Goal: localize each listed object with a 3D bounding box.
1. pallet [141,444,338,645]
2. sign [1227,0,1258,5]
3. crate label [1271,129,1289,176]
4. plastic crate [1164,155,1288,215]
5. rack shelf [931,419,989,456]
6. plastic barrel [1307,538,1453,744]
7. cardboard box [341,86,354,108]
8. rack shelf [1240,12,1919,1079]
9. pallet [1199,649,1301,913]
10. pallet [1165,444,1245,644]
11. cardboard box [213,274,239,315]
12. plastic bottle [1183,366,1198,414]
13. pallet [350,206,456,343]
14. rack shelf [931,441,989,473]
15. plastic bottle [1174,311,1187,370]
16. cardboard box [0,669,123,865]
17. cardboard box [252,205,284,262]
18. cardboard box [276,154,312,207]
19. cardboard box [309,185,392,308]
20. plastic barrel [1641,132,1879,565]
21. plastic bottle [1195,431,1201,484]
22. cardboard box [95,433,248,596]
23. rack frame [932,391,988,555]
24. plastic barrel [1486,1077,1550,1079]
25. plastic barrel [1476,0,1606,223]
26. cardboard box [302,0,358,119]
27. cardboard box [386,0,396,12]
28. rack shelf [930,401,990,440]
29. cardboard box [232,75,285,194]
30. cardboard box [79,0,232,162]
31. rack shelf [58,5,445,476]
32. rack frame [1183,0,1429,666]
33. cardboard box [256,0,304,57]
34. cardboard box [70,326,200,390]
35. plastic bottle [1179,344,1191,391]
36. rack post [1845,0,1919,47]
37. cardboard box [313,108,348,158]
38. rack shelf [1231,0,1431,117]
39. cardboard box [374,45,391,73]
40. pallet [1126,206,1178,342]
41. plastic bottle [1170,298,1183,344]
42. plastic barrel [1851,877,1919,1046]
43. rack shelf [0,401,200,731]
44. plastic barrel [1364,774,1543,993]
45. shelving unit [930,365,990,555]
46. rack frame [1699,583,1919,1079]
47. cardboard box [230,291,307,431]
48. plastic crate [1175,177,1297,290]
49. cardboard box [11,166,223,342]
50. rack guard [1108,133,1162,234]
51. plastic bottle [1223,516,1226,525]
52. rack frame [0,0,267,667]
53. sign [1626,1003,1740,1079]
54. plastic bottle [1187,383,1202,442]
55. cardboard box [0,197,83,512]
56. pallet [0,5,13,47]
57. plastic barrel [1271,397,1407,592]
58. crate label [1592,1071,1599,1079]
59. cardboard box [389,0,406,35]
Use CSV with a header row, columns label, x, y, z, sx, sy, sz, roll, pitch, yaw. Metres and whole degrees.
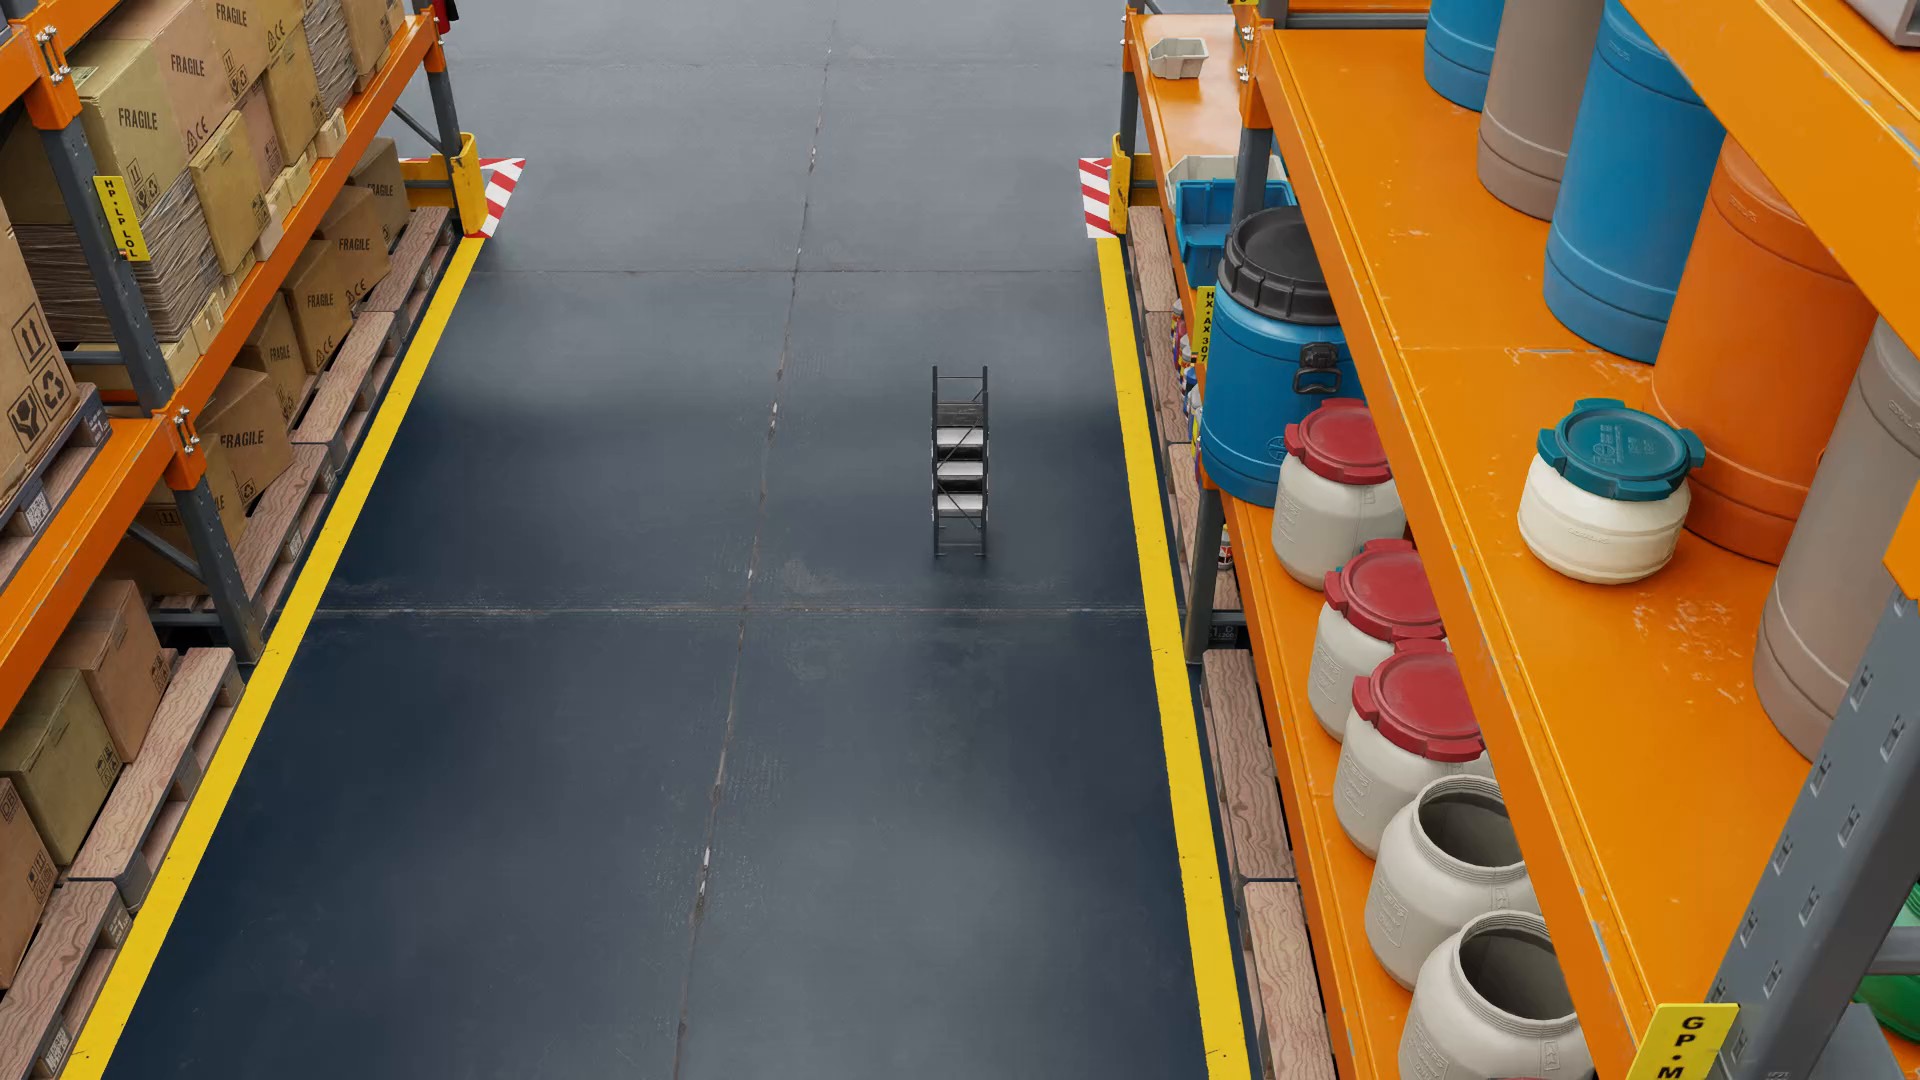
label,x,y,z,sx,sy,sz,roll,pitch,yaw
pallet,-3.528,-0.002,7.584,1.003,0.211,1.213,0,39,0
sign,0.911,-1.854,5.260,0.100,0.325,0.005,0,39,0
crate label,1.729,-2.038,7.867,0.502,0.435,0.616,0,39,0
plastic crate,1.206,-1.586,7.542,0.530,0.136,0.437,0,39,0
rack shelf,0.000,-0.461,7.371,0.258,0.077,0.200,0,39,0
plastic barrel,1.243,0.330,4.831,0.433,0.535,0.433,0,39,0
cardboard box,-3.295,-2.270,8.385,0.380,0.149,0.250,0,39,0
rack shelf,1.463,-0.313,3.919,1.077,0.370,4.000,0,39,0
pallet,1.500,0.905,6.452,1.003,0.211,1.213,0,39,0
pallet,1.502,-0.006,7.588,1.003,0.211,1.213,0,39,0
cardboard box,-3.207,-1.020,6.825,0.380,0.149,0.250,0,39,0
plastic bottle,1.147,-0.745,8.111,0.097,0.271,0.097,0,39,0
pallet,-3.531,-1.528,9.488,1.003,0.211,1.213,0,39,0
rack shelf,0.000,-0.390,7.427,0.258,0.077,0.200,0,39,0
plastic bottle,1.129,-1.011,8.434,0.061,0.283,0.133,1,39,1
cardboard box,-3.531,0.816,5.981,0.700,0.500,0.500,0,39,0
cardboard box,-3.176,-1.332,7.215,0.380,0.149,0.250,0,39,0
cardboard box,-3.207,-1.645,7.605,0.380,0.149,0.250,0,39,0
cardboard box,-3.478,-1.596,9.006,0.500,0.500,0.500,10,40,12
plastic barrel,1.681,-0.433,3.150,0.600,0.830,0.708,0,39,0
plastic bottle,1.130,-0.410,7.683,0.061,0.283,0.133,2,39,3
cardboard box,-3.453,-0.109,7.150,0.500,0.500,0.500,-1,39,-1
rack frame,0.000,-0.282,7.383,0.240,0.900,0.006,0,39,0
plastic barrel,1.162,1.484,3.390,0.600,0.536,0.708,0,39,0
plastic barrel,1.679,-1.313,4.190,0.600,0.901,0.600,0,39,0
cardboard box,-3.446,-2.358,7.975,0.875,0.500,0.500,0,39,0
cardboard box,-3.524,-2.983,8.756,0.875,0.500,0.500,0,39,0
rack shelf,0.000,-0.531,7.314,0.258,0.077,0.200,0,39,0
cardboard box,-3.498,-1.732,7.195,0.875,0.500,0.500,0,39,0
cardboard box,-3.241,-1.810,6.492,0.500,0.500,0.500,0,39,0
rack shelf,-3.495,-1.640,7.974,1.077,0.370,4.000,0,39,0
rack frame,1.461,-0.674,6.192,1.000,3.000,0.127,0,39,0
cardboard box,-3.252,-2.435,7.273,0.500,0.500,0.500,0,39,0
cardboard box,-3.192,-0.707,6.434,0.380,0.149,0.250,0,39,0
plastic bottle,1.147,-0.871,8.269,0.097,0.271,0.097,0,39,0
rack post,1.549,-1.862,2.717,1.013,1.000,3.121,0,39,0
cardboard box,-3.183,-1.958,7.995,0.380,0.149,0.250,0,39,0
rack shelf,1.458,-2.814,7.040,1.077,0.370,4.000,0,39,0
cardboard box,-3.239,-2.583,8.775,0.380,0.149,0.250,0,39,0
pallet,1.499,-1.532,9.492,1.003,0.211,1.213,0,39,0
plastic bottle,1.147,-1.148,8.614,0.097,0.271,0.097,0,39,0
plastic barrel,1.414,0.563,2.374,0.294,0.245,0.294,0,39,0
rack shelf,-3.490,0.861,4.852,1.077,0.370,4.000,0,39,0
plastic barrel,1.250,0.877,4.167,0.421,0.512,0.421,0,39,0
shelving unit,0.000,-0.346,7.462,0.258,0.900,0.210,0,39,0
rack frame,1.465,-0.514,1.195,1.000,3.000,0.127,0,39,0
cardboard box,-3.540,-0.855,8.082,0.500,0.500,0.500,-3,39,-4
plastic crate,1.188,-1.308,7.102,0.499,0.251,0.616,0,39,0
cardboard box,-3.431,-1.107,6.415,0.875,0.500,0.500,0,39,0
rack guard,1.503,-2.152,10.036,1.175,0.500,0.348,0,39,0
plastic bottle,1.130,-0.086,7.279,0.061,0.283,0.133,2,39,2
rack frame,-3.492,-0.670,6.188,1.000,3.000,0.127,0,39,0
sign,0.915,0.703,2.160,0.100,0.325,0.005,0,39,0
plastic bottle,1.175,-0.609,7.937,0.152,0.276,0.135,1,39,1
cardboard box,-3.631,-0.571,5.249,1.000,1.000,1.000,0,39,0
pallet,-3.598,-1.381,4.827,1.213,0.211,1.003,0,39,0
plastic barrel,1.242,-0.129,5.403,0.433,0.535,0.433,0,39,0
crate label,1.735,1.192,3.835,0.502,0.435,0.616,0,39,0
cardboard box,-3.290,-2.896,9.166,0.380,0.149,0.250,0,39,0
